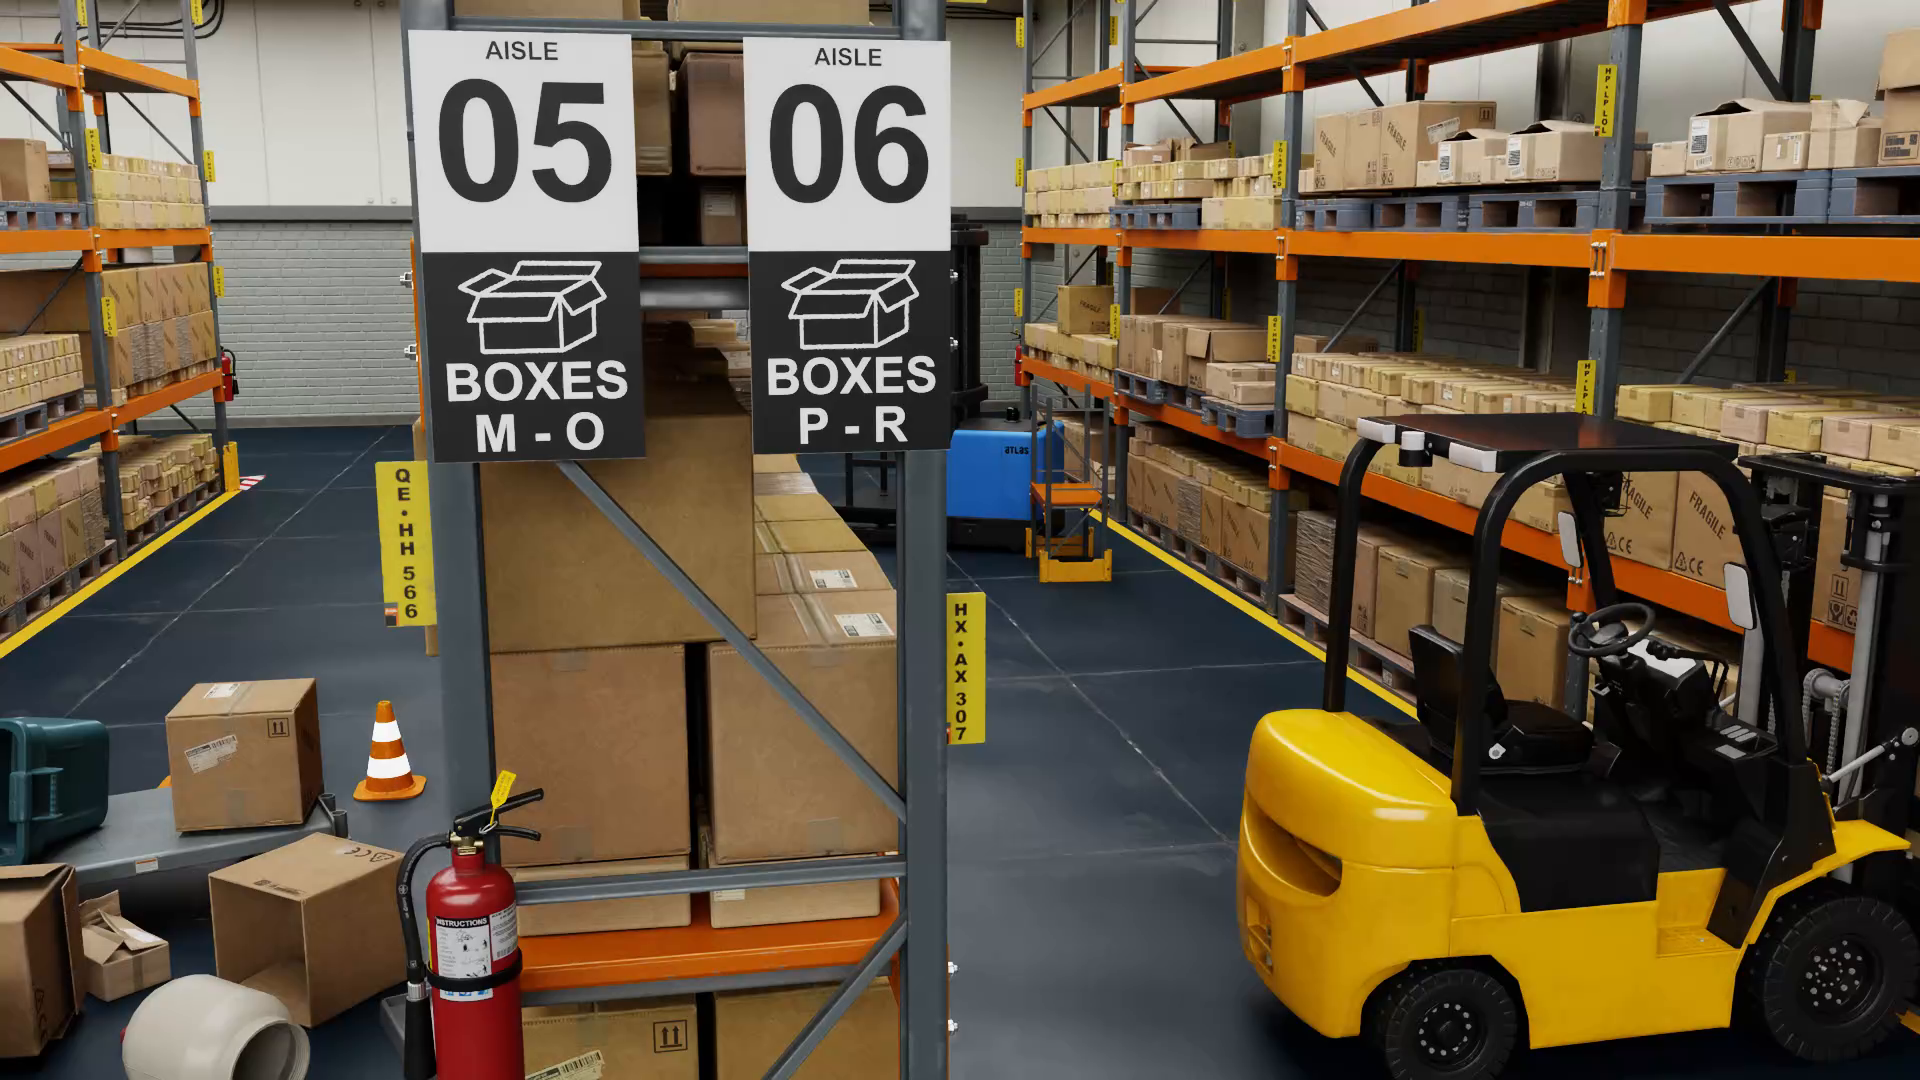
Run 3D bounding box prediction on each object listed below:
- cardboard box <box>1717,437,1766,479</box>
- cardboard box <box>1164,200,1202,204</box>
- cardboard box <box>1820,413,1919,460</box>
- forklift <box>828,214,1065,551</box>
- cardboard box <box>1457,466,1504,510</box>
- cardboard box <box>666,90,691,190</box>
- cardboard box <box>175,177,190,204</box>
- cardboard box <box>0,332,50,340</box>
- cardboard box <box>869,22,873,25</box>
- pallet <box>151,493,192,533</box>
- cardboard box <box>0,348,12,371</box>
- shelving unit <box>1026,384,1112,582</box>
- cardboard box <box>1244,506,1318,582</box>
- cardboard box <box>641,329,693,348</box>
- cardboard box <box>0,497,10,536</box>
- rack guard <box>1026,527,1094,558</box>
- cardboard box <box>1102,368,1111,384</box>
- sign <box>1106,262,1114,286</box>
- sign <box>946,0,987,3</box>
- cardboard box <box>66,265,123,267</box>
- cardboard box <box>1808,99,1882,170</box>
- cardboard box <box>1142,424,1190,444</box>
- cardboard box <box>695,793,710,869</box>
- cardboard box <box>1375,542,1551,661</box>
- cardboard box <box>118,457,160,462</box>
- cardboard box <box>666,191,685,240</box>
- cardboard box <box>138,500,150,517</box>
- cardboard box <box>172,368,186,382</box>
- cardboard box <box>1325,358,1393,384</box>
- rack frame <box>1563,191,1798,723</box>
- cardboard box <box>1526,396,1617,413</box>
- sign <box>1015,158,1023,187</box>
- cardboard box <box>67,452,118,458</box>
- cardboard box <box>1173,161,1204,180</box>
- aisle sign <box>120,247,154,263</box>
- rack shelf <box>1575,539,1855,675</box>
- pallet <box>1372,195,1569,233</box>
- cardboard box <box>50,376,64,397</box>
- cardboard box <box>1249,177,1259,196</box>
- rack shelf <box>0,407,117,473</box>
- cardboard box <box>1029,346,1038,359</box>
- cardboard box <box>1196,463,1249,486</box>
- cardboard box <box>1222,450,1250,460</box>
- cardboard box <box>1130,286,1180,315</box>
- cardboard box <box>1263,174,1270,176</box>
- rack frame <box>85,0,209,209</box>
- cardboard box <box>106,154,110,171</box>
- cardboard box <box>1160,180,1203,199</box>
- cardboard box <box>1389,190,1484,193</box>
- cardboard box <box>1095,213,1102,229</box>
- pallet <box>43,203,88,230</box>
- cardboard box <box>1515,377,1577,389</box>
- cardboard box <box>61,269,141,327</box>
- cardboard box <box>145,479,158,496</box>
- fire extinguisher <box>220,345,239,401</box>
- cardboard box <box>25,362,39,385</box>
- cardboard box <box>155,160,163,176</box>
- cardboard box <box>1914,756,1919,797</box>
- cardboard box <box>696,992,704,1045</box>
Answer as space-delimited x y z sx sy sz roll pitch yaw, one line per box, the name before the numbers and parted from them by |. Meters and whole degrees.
cardboard box | 3.471 -0.356 7.097 0.380 0.149 0.250 -2 11 -10
cardboard box | 2.186 -3.315 16.228 0.500 0.250 0.500 -2 11 -12
cardboard box | 3.661 -0.410 6.584 0.380 0.149 0.250 -2 11 -11
forklift | -0.604 -1.471 15.142 3.031 2.935 1.130 3 11 15
cardboard box | 3.104 -0.300 9.205 0.500 0.250 0.500 -2 11 -11
cardboard box | -0.578 -1.118 4.687 0.500 0.250 0.500 -2 11 -9
cardboard box | -8.036 -3.496 16.639 0.500 0.250 0.500 -2 11 -13
cardboard box | -8.069 -1.560 14.360 0.500 0.500 0.500 -2 11 -11
cardboard box | -0.426 -1.241 4.264 0.380 0.149 0.250 -2 11 -11
pallet | -8.104 -0.262 16.065 1.003 0.211 1.213 -2 11 -11
cardboard box | -7.122 -1.306 12.049 0.380 0.149 0.250 -2 11 -12
shelving unit | 0.901 -0.499 13.860 0.587 1.500 1.083 -1 11 -4
cardboard box | 2.491 0.020 12.687 0.500 0.500 0.500 -2 11 -9
cardboard box | -1.356 -0.521 6.227 0.700 0.500 0.500 -2 11 -11
cardboard box | -6.916 -0.128 11.455 0.500 0.250 0.500 -2 11 -12
rack guard | 0.865 0.022 14.465 0.587 0.250 0.087 -1 11 -4
cardboard box | 1.624 -1.639 16.510 0.380 0.149 0.250 -2 11 -9
sign | 1.776 -3.140 19.784 0.100 0.325 0.005 -2 11 -11
sign | 0.004 -1.207 3.207 0.100 0.325 0.005 -2 11 -11
cardboard box | -8.466 -2.426 16.235 0.500 0.500 0.500 -2 11 -12
cardboard box | 3.553 -1.578 6.467 0.396 0.266 0.258 -2 11 -12
cardboard box | 1.912 -0.988 15.449 0.380 0.149 0.250 -3 11 -14
cardboard box | -0.455 0.724 4.096 0.380 0.149 0.250 -2 11 -10
cardboard box | 3.158 0.386 10.428 0.875 0.625 0.625 -3 11 -13
cardboard box | -7.831 -0.696 15.794 0.380 0.149 0.250 -3 11 -13
cardboard box | -0.739 -1.034 5.309 0.380 0.149 0.250 -2 11 -12
cardboard box | -7.605 -0.263 15.111 0.380 0.149 0.250 -2 11 -11
cardboard box | -7.966 -1.659 16.617 0.380 0.149 0.250 -3 11 -14
cardboard box | 2.685 -1.136 11.193 0.380 0.149 0.250 -2 11 -9
rack frame | 3.562 -0.199 8.272 1.000 3.000 0.127 -2 11 -11
cardboard box | 3.209 -0.668 8.734 0.380 0.149 0.250 -2 11 -12
sign | 0.696 -4.283 19.369 0.100 0.325 0.005 -2 11 -11
cardboard box | -8.432 -0.769 16.177 0.380 0.149 0.250 -2 11 -10
cardboard box | 1.991 -3.067 13.803 0.380 0.149 0.250 -2 11 -11
aisle sign | -8.785 -3.299 17.610 0.394 0.787 0.004 -2 11 -11
rack shelf | 3.951 0.521 6.412 1.077 0.370 4.000 -2 11 -11
pallet | 3.224 -1.987 10.149 1.003 0.211 1.213 -2 11 -8
cardboard box | -7.329 -1.210 13.134 0.380 0.149 0.250 -2 11 -11
cardboard box | 2.421 -2.682 12.630 0.380 0.149 0.250 -2 11 -10
rack shelf | -7.309 -0.566 12.125 1.077 0.370 4.000 -2 11 -11
cardboard box | 1.023 -2.206 19.489 0.380 0.149 0.250 -2 11 -11
cardboard box | 2.209 -0.555 13.971 0.380 0.149 0.250 -3 11 -14
cardboard box | 2.549 -0.715 14.812 0.380 0.149 0.250 -2 11 -9
cardboard box | 1.977 -2.390 17.382 0.500 0.500 0.500 -2 11 -13
cardboard box | 2.479 -2.779 12.343 0.380 0.149 0.250 -3 11 -13
rack frame | -8.476 -4.967 17.279 1.000 3.000 0.127 -2 11 -11
cardboard box | -7.642 -3.285 14.461 0.380 0.149 0.250 -2 11 -12
cardboard box | 1.915 -2.968 14.081 0.380 0.149 0.250 -2 11 -10
cardboard box | 3.176 -2.464 11.162 0.500 0.250 0.500 -2 11 -11
cardboard box | 1.558 -3.166 16.511 0.380 0.149 0.250 -2 11 -9
pallet | -7.683 -2.550 13.107 1.213 0.211 1.003 -2 11 -11
cardboard box | 3.508 -0.875 9.820 0.380 0.149 0.250 -2 11 -11
cardboard box | -7.663 -2.159 14.833 0.500 0.500 0.500 -2 11 -13
cardboard box | -7.755 -0.504 15.580 0.380 0.149 0.250 -2 11 -8
fire extinguisher | -8.073 -1.862 18.213 0.296 0.674 0.183 -2 11 -11
cardboard box | -7.223 -1.258 12.589 0.380 0.149 0.250 -3 11 -14
cardboard box | -7.905 -3.575 15.985 0.380 0.149 0.250 -2 11 -10
cardboard box | 3.731 0.929 5.901 0.500 0.250 0.500 -2 11 -10
cardboard box | -0.525 1.234 4.969 0.500 0.500 0.500 -3 11 -13
